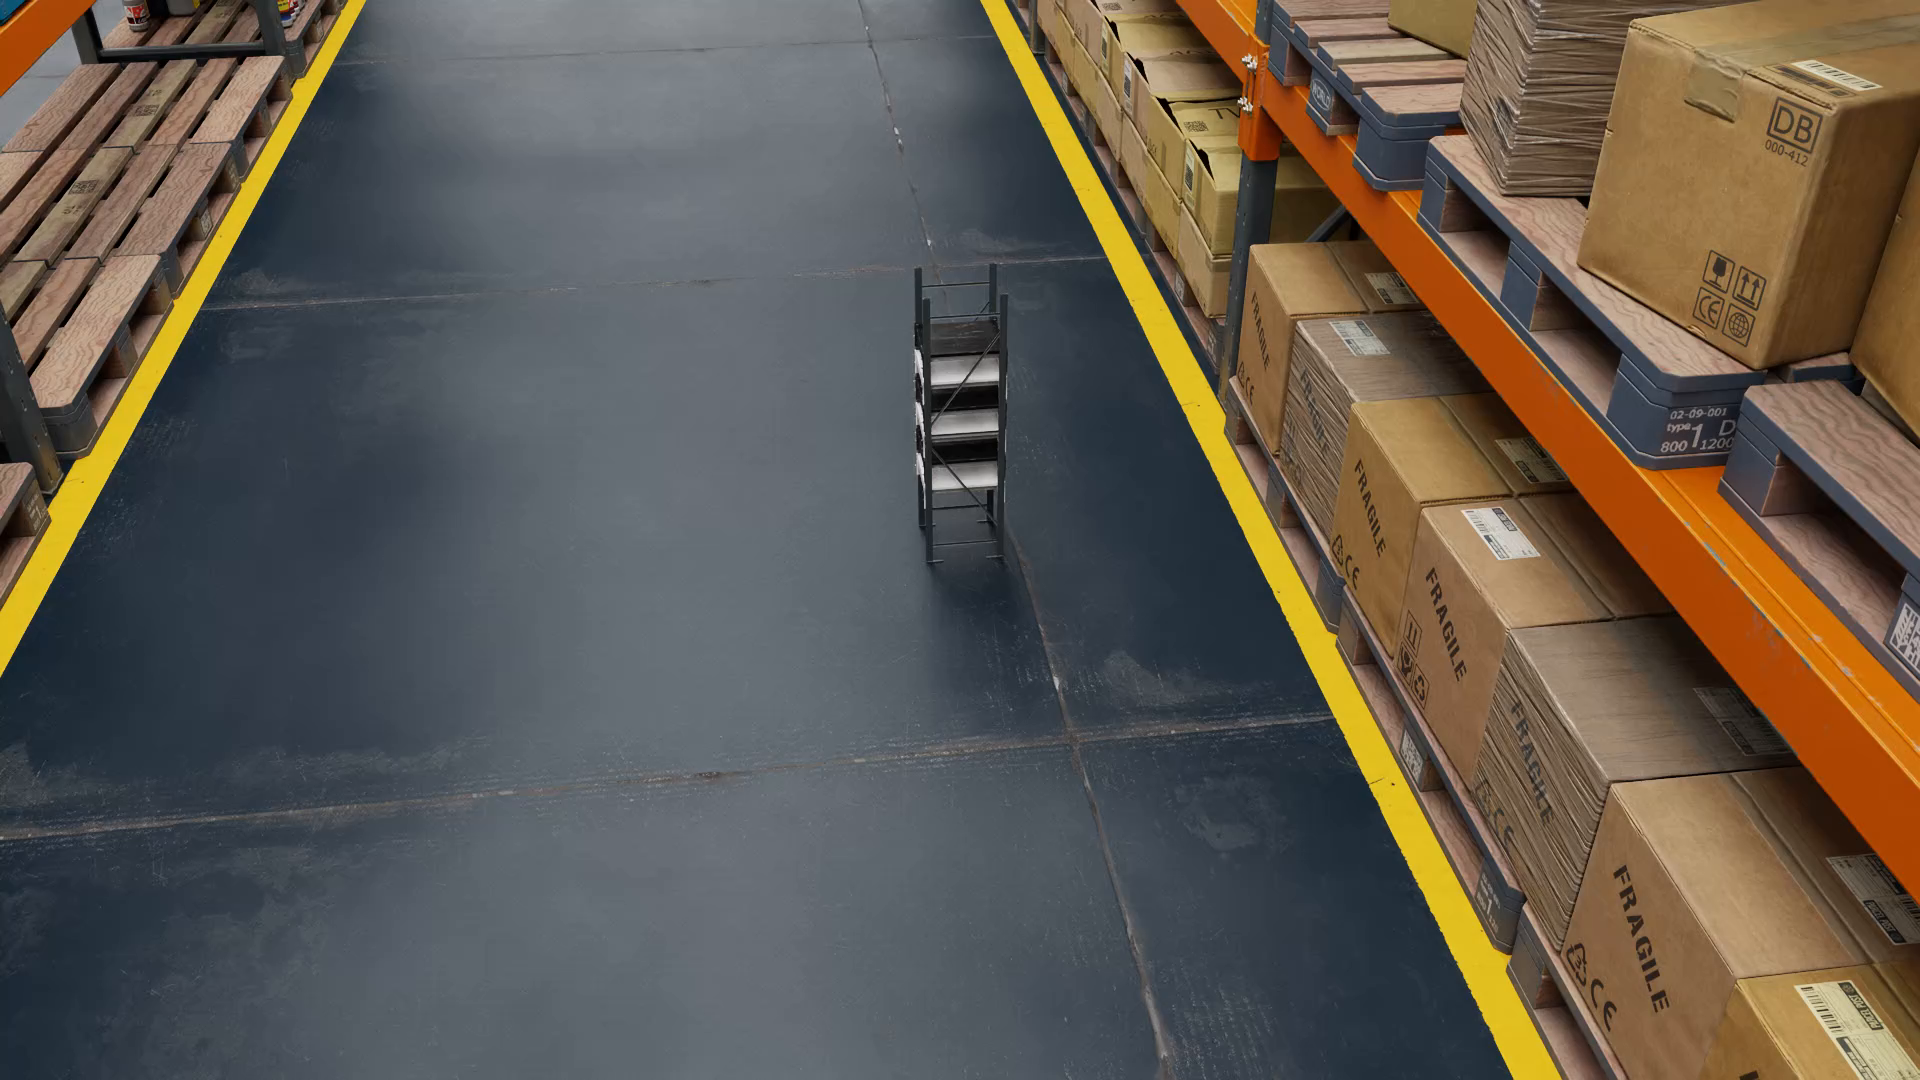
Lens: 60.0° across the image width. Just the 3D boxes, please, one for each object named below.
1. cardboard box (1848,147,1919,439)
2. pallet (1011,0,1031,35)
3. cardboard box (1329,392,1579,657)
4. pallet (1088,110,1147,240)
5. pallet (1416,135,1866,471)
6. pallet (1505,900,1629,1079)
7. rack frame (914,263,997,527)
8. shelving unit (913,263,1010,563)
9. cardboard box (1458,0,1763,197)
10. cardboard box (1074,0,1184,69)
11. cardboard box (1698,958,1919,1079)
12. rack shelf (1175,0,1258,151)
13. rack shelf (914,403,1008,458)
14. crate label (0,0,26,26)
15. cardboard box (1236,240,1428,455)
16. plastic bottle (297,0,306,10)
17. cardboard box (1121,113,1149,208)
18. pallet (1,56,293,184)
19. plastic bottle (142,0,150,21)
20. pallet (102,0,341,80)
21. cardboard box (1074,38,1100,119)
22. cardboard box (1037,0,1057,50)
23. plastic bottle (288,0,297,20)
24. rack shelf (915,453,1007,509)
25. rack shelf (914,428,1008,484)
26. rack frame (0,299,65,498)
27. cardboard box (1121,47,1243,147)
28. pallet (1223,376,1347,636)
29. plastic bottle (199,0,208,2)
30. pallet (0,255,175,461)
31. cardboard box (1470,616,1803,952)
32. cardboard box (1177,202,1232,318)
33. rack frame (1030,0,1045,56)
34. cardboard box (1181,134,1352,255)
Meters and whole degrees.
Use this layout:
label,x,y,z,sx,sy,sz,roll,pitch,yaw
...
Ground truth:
label,x,y,z,sx,sy,sz,roll,pitch,yaw
cardboard box,1.971,-0.393,2.701,0.700,0.500,0.500,1,34,1
pallet,0.827,-3.277,9.871,1.003,0.211,1.213,-4,35,-6
cardboard box,1.347,-0.051,4.491,0.500,0.500,0.500,-5,35,-7
pallet,1.197,-1.739,7.615,1.003,0.211,1.213,-4,35,-6
pallet,1.696,-0.586,3.617,1.003,0.211,1.213,-4,35,-6
pallet,1.821,1.183,3.326,1.003,0.211,1.213,-4,35,-6
rack frame,-0.013,-0.424,5.073,0.240,0.900,0.006,-4,35,-6
shelving unit,0.001,-0.367,4.990,0.258,0.900,0.210,-4,35,-6
cardboard box,1.560,-1.097,3.735,0.700,0.500,0.500,2,34,3
cardboard box,0.834,-2.433,7.728,0.500,0.311,0.500,-5,35,-8
cardboard box,1.618,1.080,2.831,0.500,0.500,0.500,-5,35,-7
rack shelf,1.161,-2.569,6.995,1.077,0.370,4.000,-4,35,-6
rack shelf,0.001,-0.340,5.009,0.258,0.077,0.200,-4,35,-6
crate label,-3.344,-1.967,5.441,0.502,0.435,0.616,-4,35,-6
cardboard box,1.208,-0.623,5.330,0.500,0.500,0.500,-3,34,-4
plastic bottle,-3.696,-3.055,9.097,0.152,0.276,0.135,-3,34,-5
cardboard box,0.980,-1.631,7.048,0.500,0.250,0.500,-4,34,-5
pallet,-3.872,-2.022,8.029,1.003,0.211,1.213,-4,35,-6
plastic bottle,-4.408,-2.912,8.881,0.061,0.283,0.133,-3,34,-4
pallet,-4.066,-2.835,9.222,1.003,0.211,1.213,-4,35,-6
cardboard box,0.841,-2.201,7.886,0.500,0.250,0.500,-5,35,-8
cardboard box,0.701,-2.776,8.728,0.500,0.250,0.500,-5,35,-8
plastic bottle,-3.639,-2.902,8.939,0.097,0.201,0.097,0,34,0
rack shelf,0.001,-0.191,5.110,0.258,0.077,0.200,-4,35,-6
rack shelf,0.001,-0.265,5.059,0.258,0.077,0.200,-4,35,-6
rack frame,-3.479,-1.377,4.607,1.000,3.000,0.127,-4,35,-6
cardboard box,0.974,-1.864,6.893,0.500,0.311,0.500,-5,35,-7
pallet,1.493,-0.178,5.324,1.003,0.211,1.213,-4,35,-6
plastic bottle,-4.271,-3.135,9.215,0.152,0.276,0.135,-4,35,-6
pallet,-3.544,-0.660,6.031,1.003,0.211,1.213,-4,35,-6
cardboard box,1.493,0.523,3.648,0.500,0.500,0.500,-4,34,-6
cardboard box,1.118,-1.063,6.214,0.500,0.250,0.500,-4,34,-5
rack frame,0.892,-3.982,8.430,1.000,3.000,0.127,-4,35,-6
cardboard box,1.116,-1.293,6.054,0.500,0.311,0.500,-3,34,-5
